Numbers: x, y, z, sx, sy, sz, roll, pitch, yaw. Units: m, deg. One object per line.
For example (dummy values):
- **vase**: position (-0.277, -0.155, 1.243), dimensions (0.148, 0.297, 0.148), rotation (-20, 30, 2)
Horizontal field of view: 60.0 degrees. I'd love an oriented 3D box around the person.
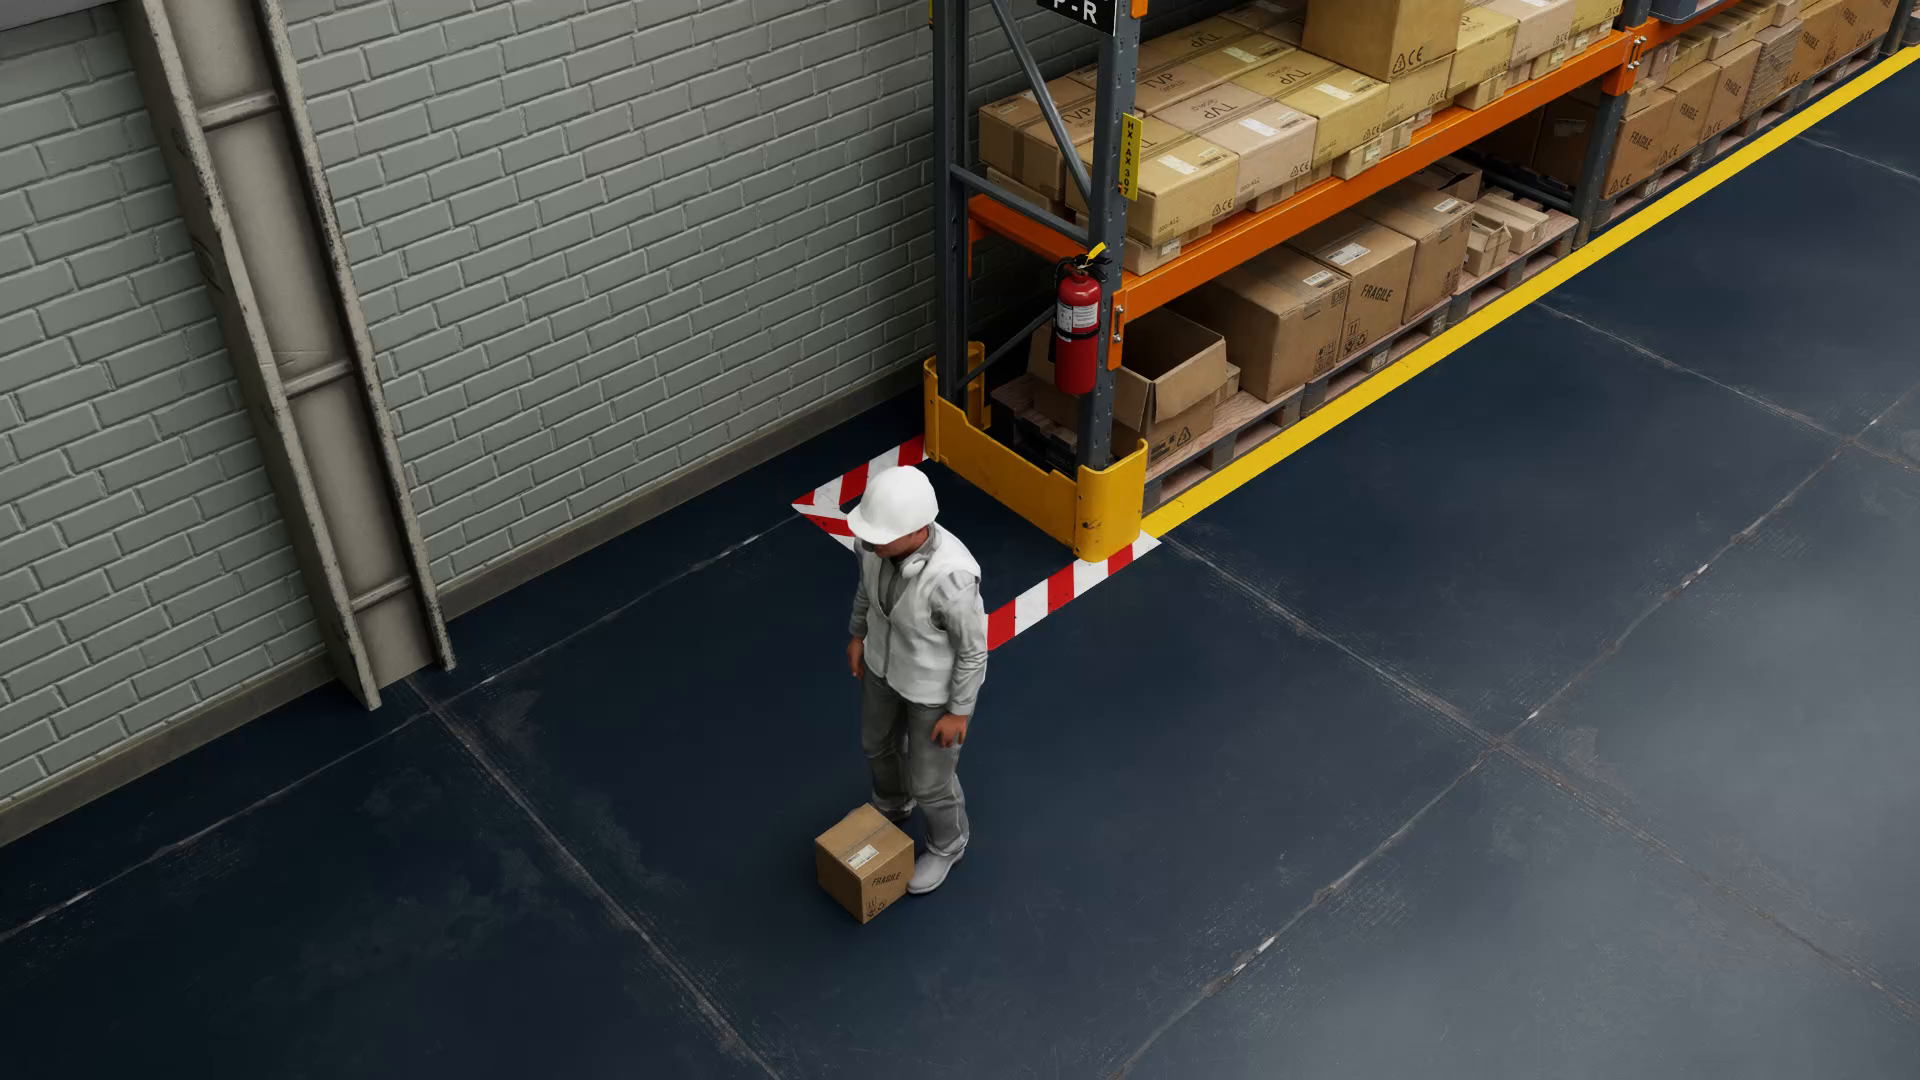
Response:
- **person**: position (-0.155, 0.448, 5.593), dimensions (0.460, 1.772, 0.581), rotation (-30, 48, -31)
